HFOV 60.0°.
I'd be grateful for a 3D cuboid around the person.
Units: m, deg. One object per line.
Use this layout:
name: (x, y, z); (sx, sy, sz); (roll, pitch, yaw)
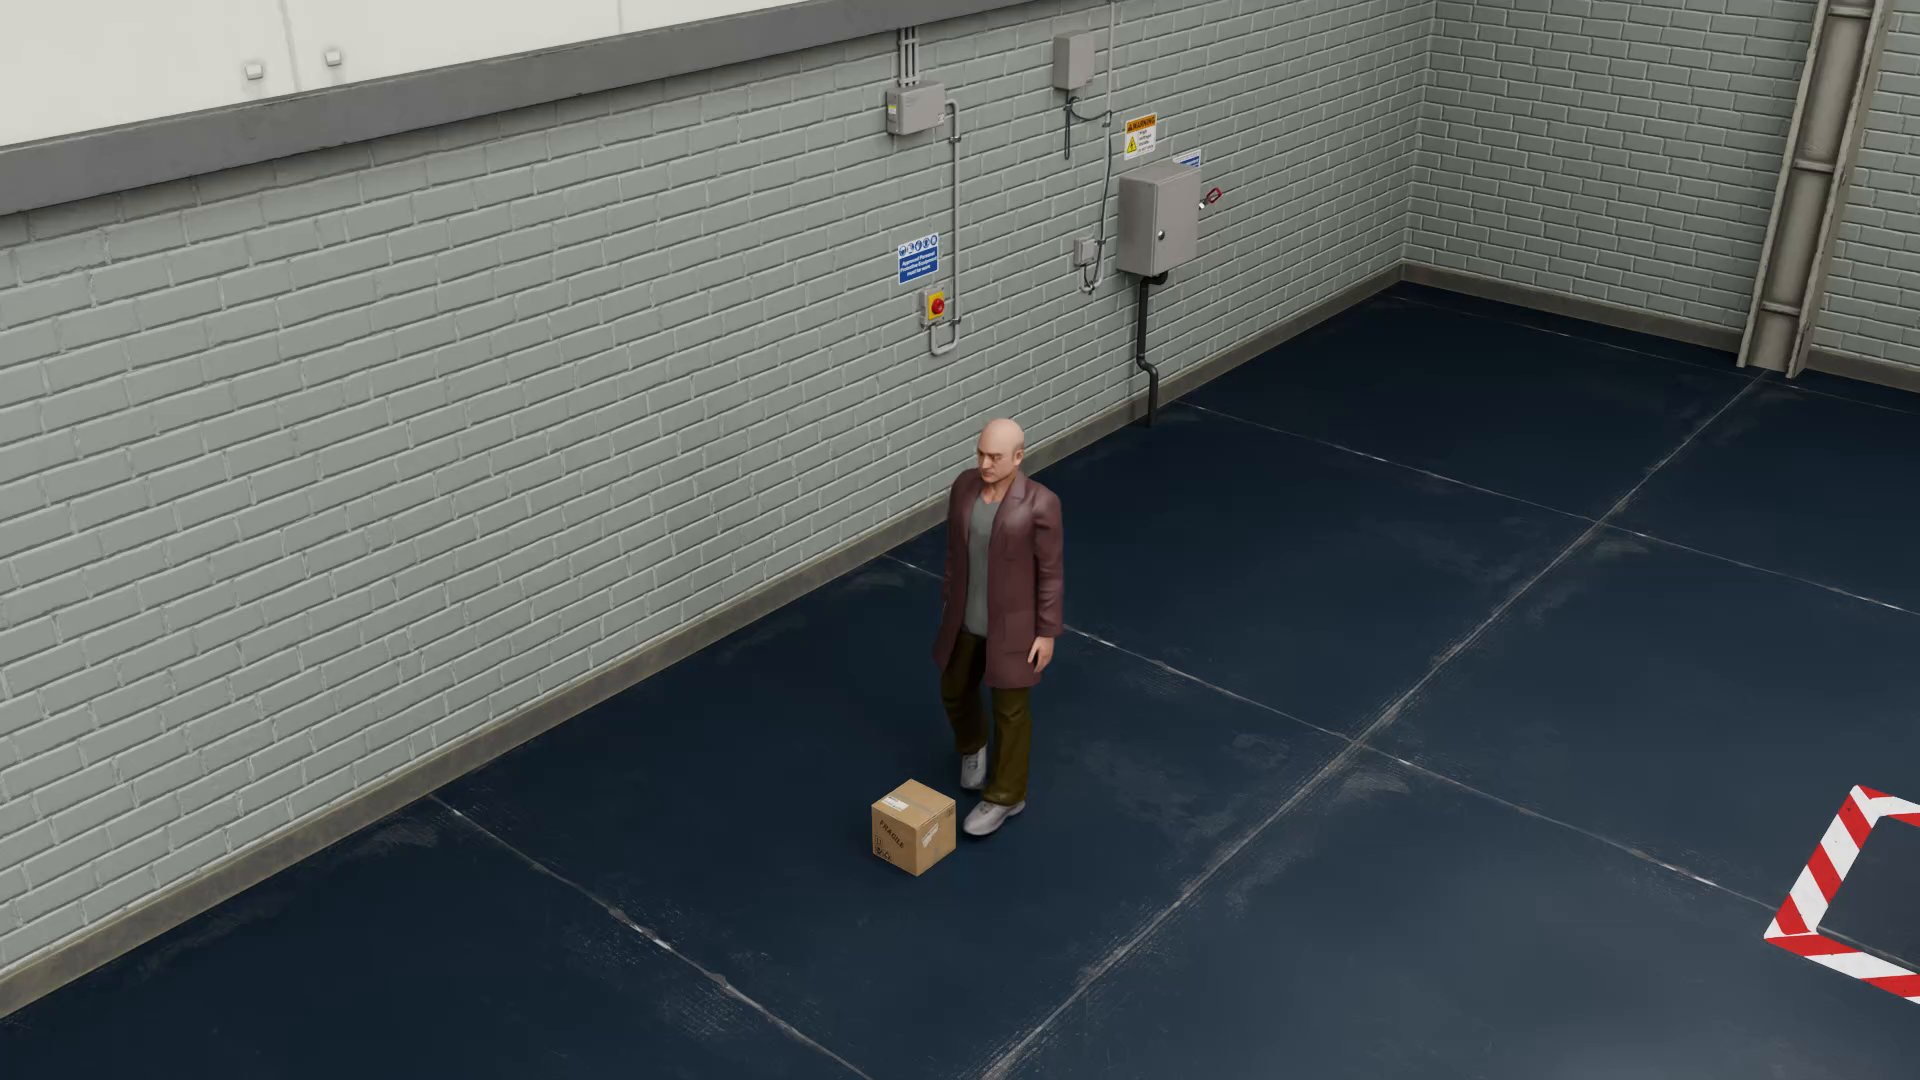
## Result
person: (0.131, 0.353, 6.936); (0.619, 1.788, 0.617); (18, 32, 31)
